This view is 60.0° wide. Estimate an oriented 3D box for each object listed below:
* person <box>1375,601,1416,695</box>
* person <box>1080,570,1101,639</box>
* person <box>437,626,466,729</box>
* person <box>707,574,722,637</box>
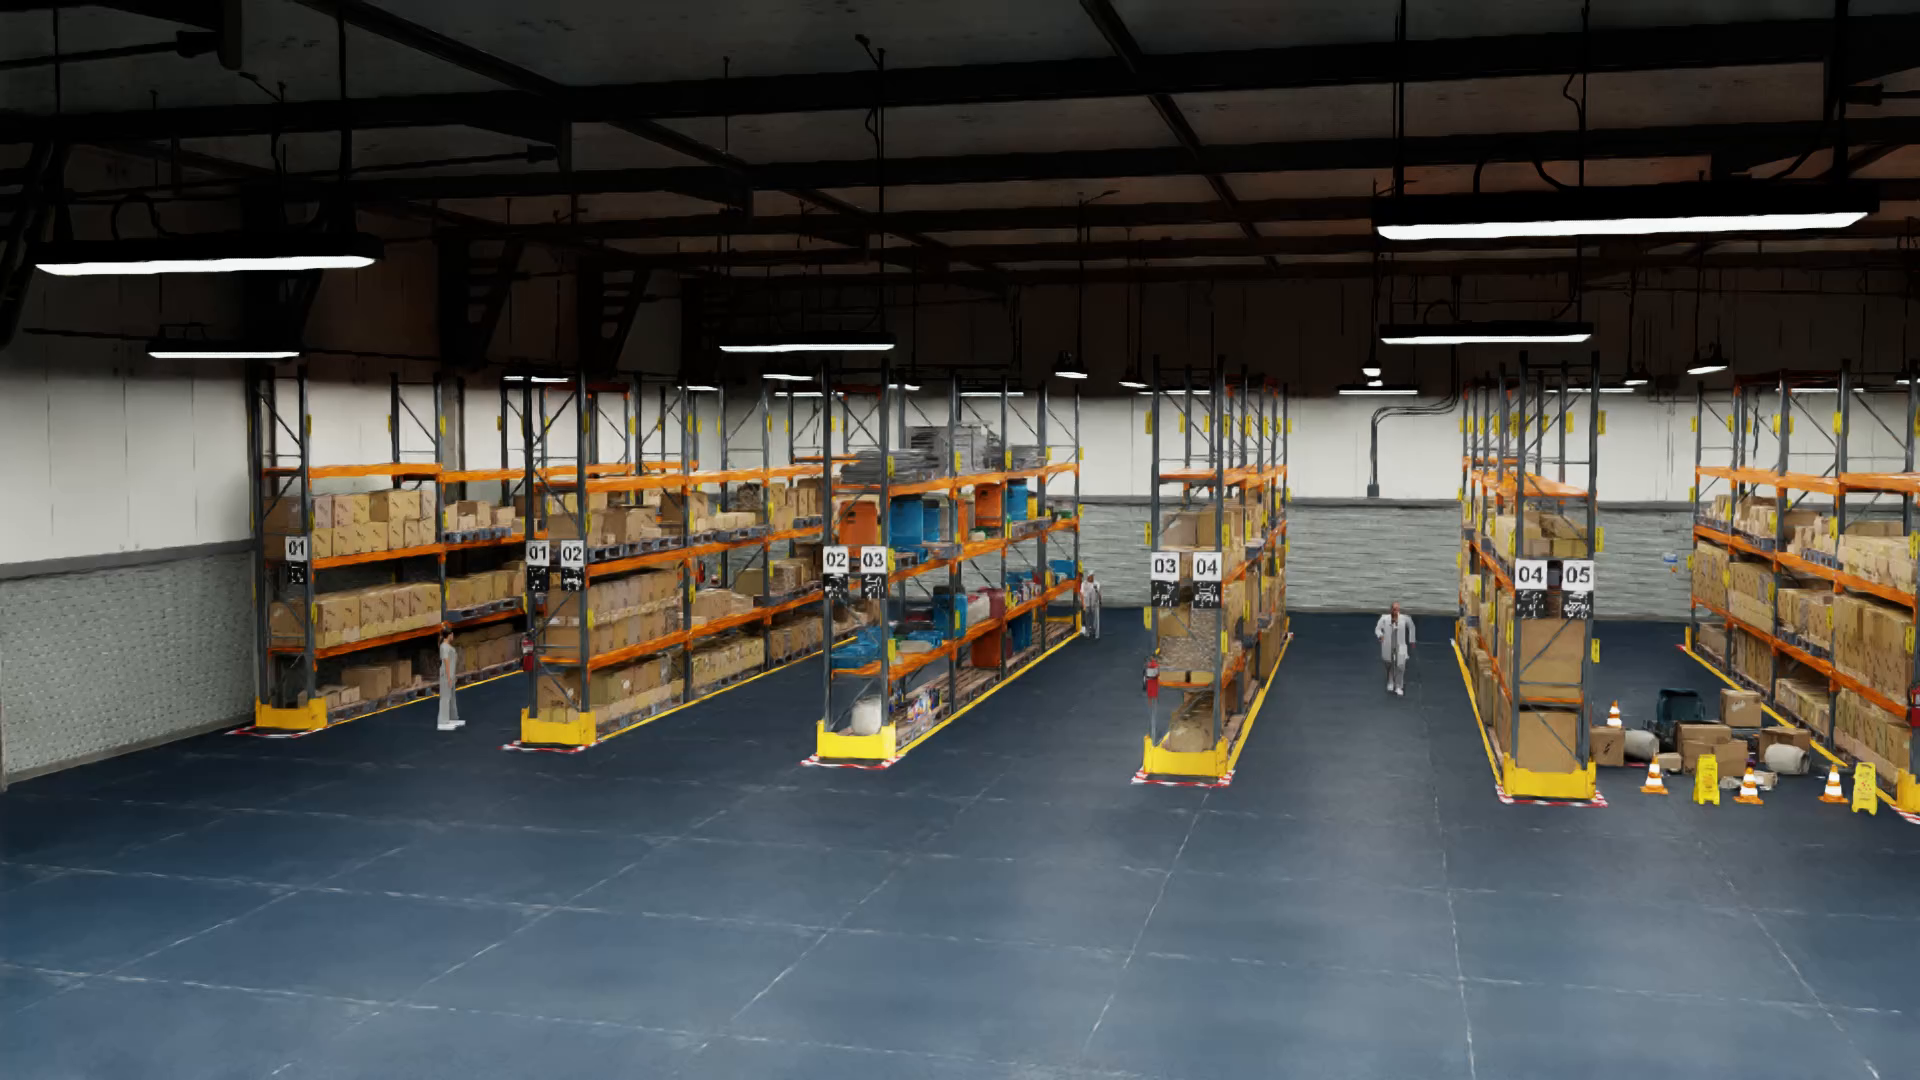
[{"bbox_3d":[8.138,1.998,31.120,0.736,1.715,0.904,1,4,19],"label":"person"},{"bbox_3d":[3.060,1.504,38.966,0.490,1.597,0.999,0,4,6],"label":"person"},{"bbox_3d":[-8.410,2.260,27.450,0.441,1.675,0.496,-1,4,-16],"label":"person"},{"bbox_3d":[-5.413,1.619,36.494,0.494,1.713,0.569,4,6,45],"label":"person"}]
